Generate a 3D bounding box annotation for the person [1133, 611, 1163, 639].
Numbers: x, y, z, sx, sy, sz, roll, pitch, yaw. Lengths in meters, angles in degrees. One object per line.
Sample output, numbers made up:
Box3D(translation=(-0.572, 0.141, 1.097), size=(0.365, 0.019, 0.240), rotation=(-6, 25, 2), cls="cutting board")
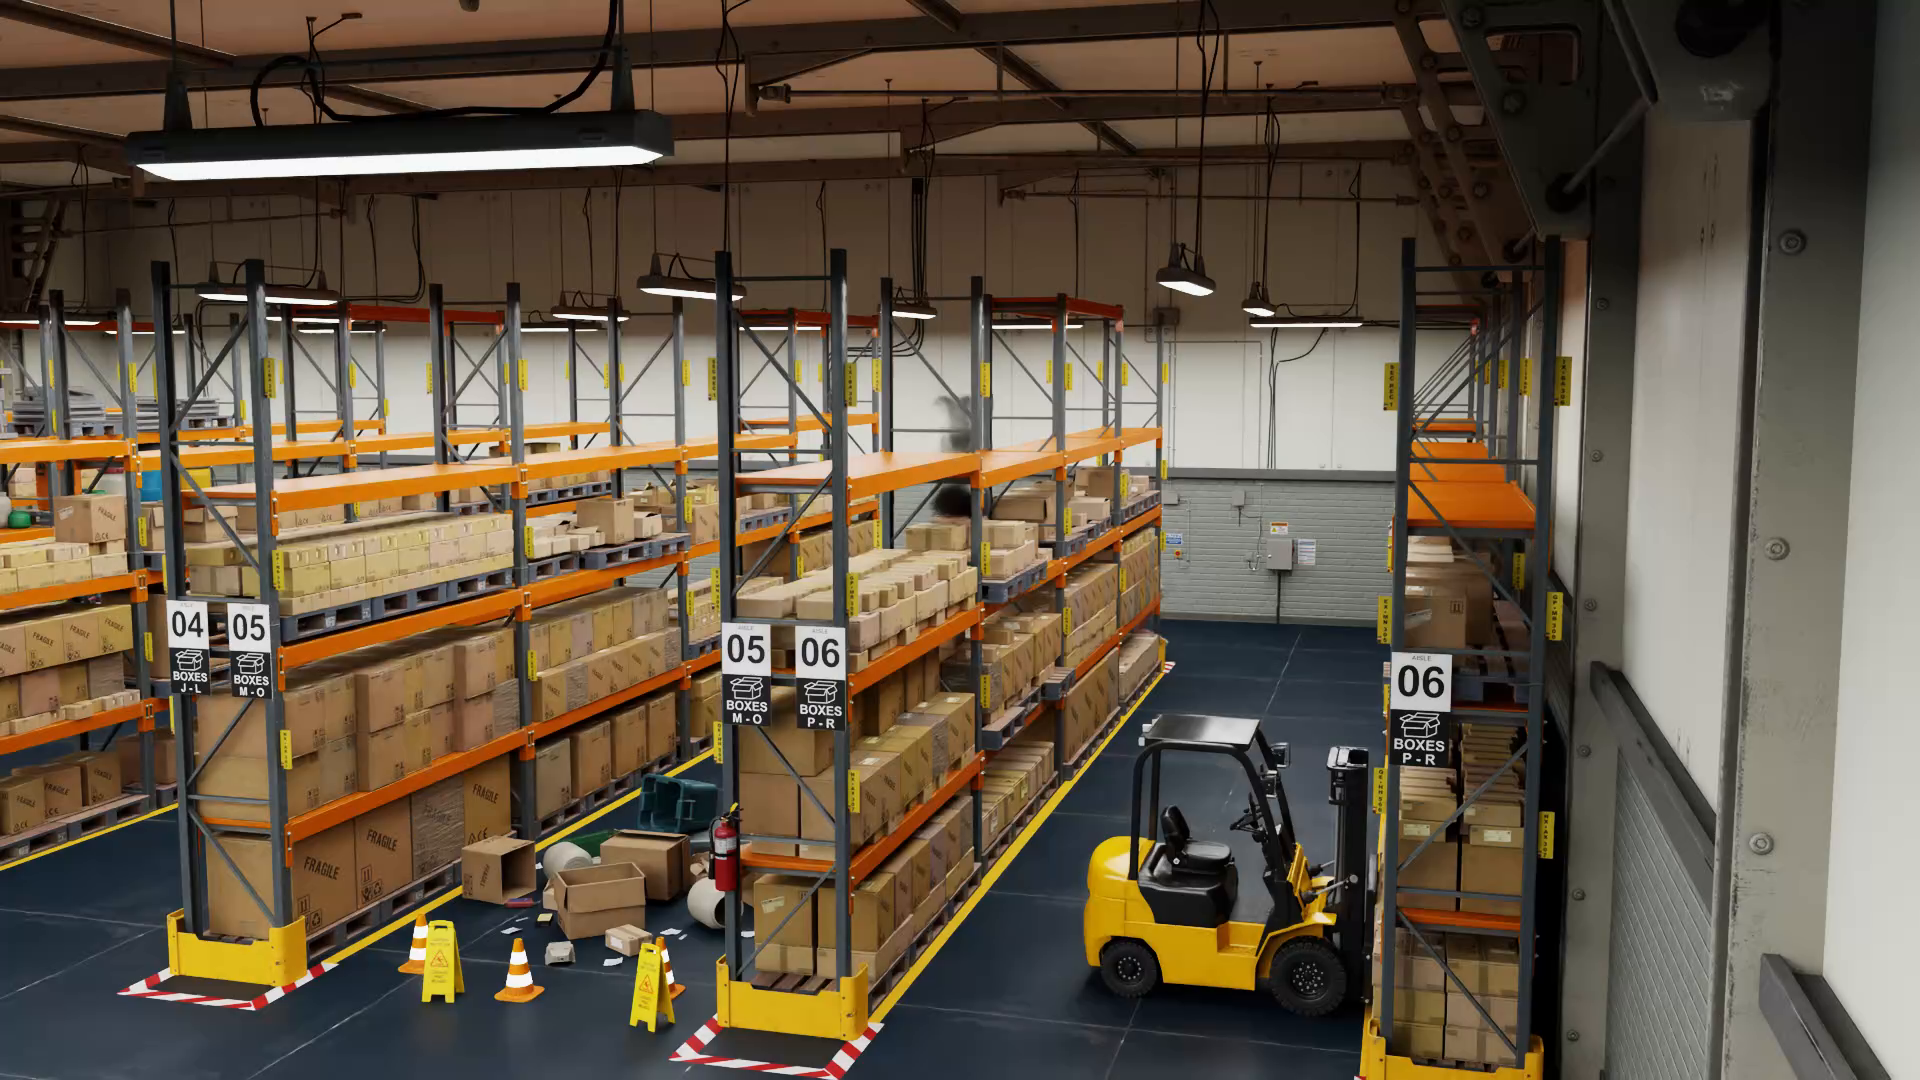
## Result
Box3D(translation=(3.296, 1.282, 29.166), size=(0.705, 1.664, 0.589), rotation=(5, 8, 39), cls="person")
